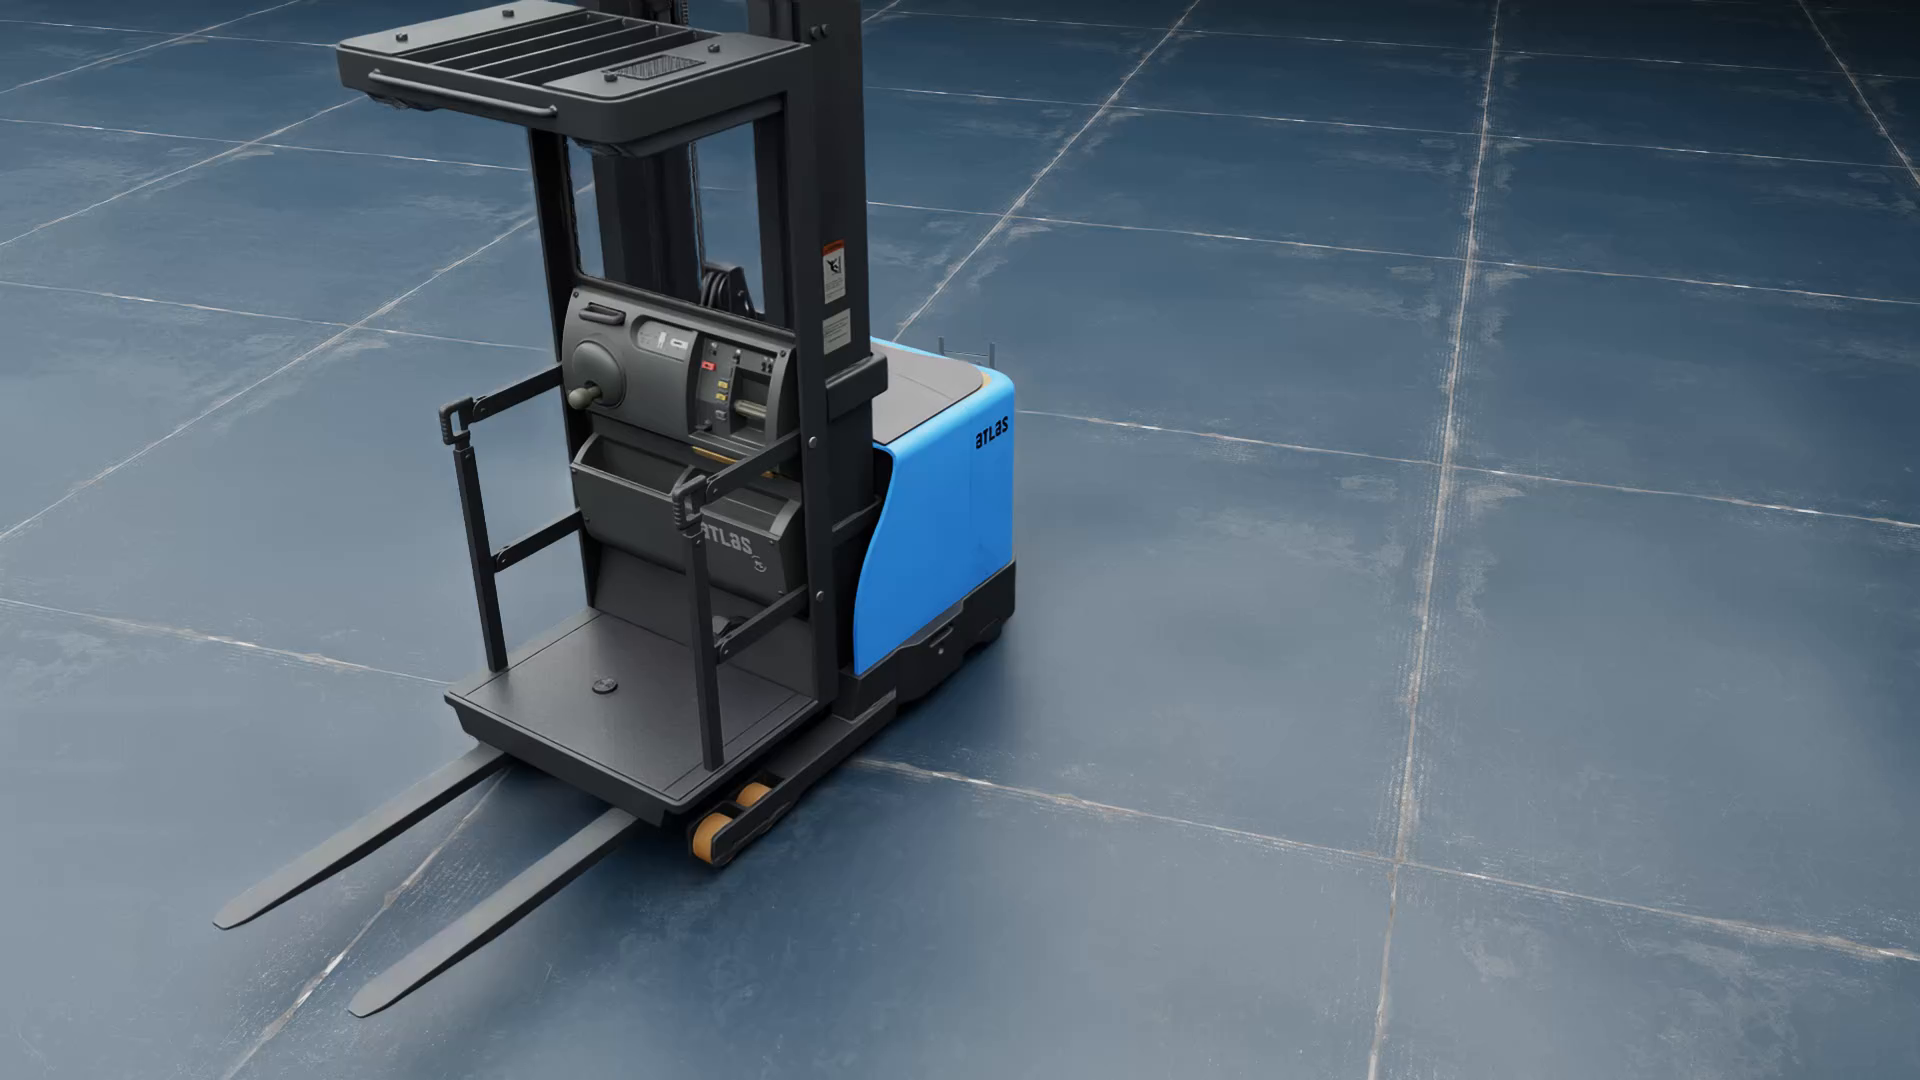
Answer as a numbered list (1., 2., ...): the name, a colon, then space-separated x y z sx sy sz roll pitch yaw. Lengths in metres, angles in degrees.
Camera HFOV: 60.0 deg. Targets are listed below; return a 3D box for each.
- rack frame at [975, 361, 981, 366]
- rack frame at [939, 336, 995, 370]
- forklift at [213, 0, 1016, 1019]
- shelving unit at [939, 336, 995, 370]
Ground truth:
1. rack frame: -0.032 -0.342 6.940 0.240 0.900 0.006 8 30 15
2. rack frame: 0.027 -0.437 7.109 0.240 0.900 0.006 8 30 15
3. forklift: -1.031 -0.497 5.128 1.130 2.935 3.031 18 34 30
4. shelving unit: -0.002 -0.389 7.024 0.258 0.900 0.210 8 30 15
